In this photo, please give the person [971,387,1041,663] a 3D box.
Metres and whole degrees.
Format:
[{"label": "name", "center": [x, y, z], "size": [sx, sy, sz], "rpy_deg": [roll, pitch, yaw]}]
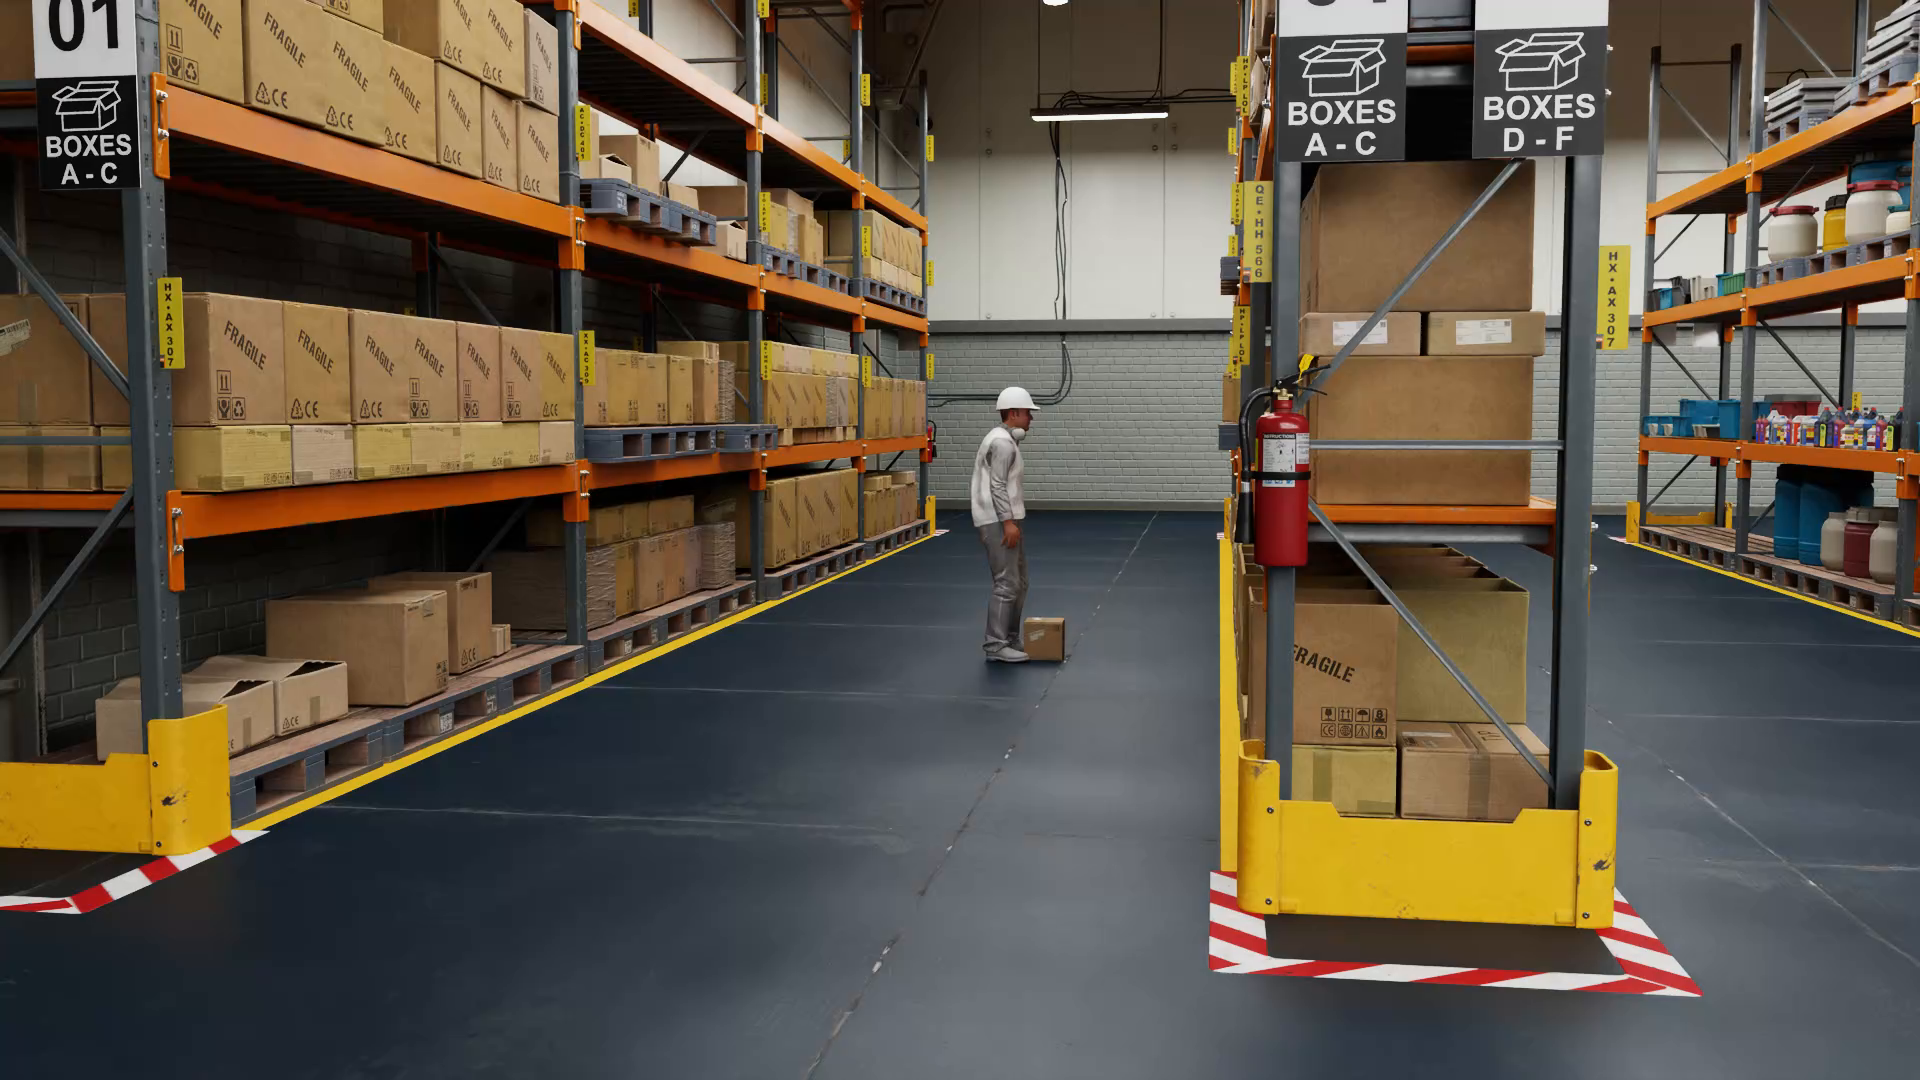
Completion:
[{"label": "person", "center": [0.304, -0.113, 10.907], "size": [0.466, 1.773, 0.592], "rpy_deg": [0, 4, 6]}]
